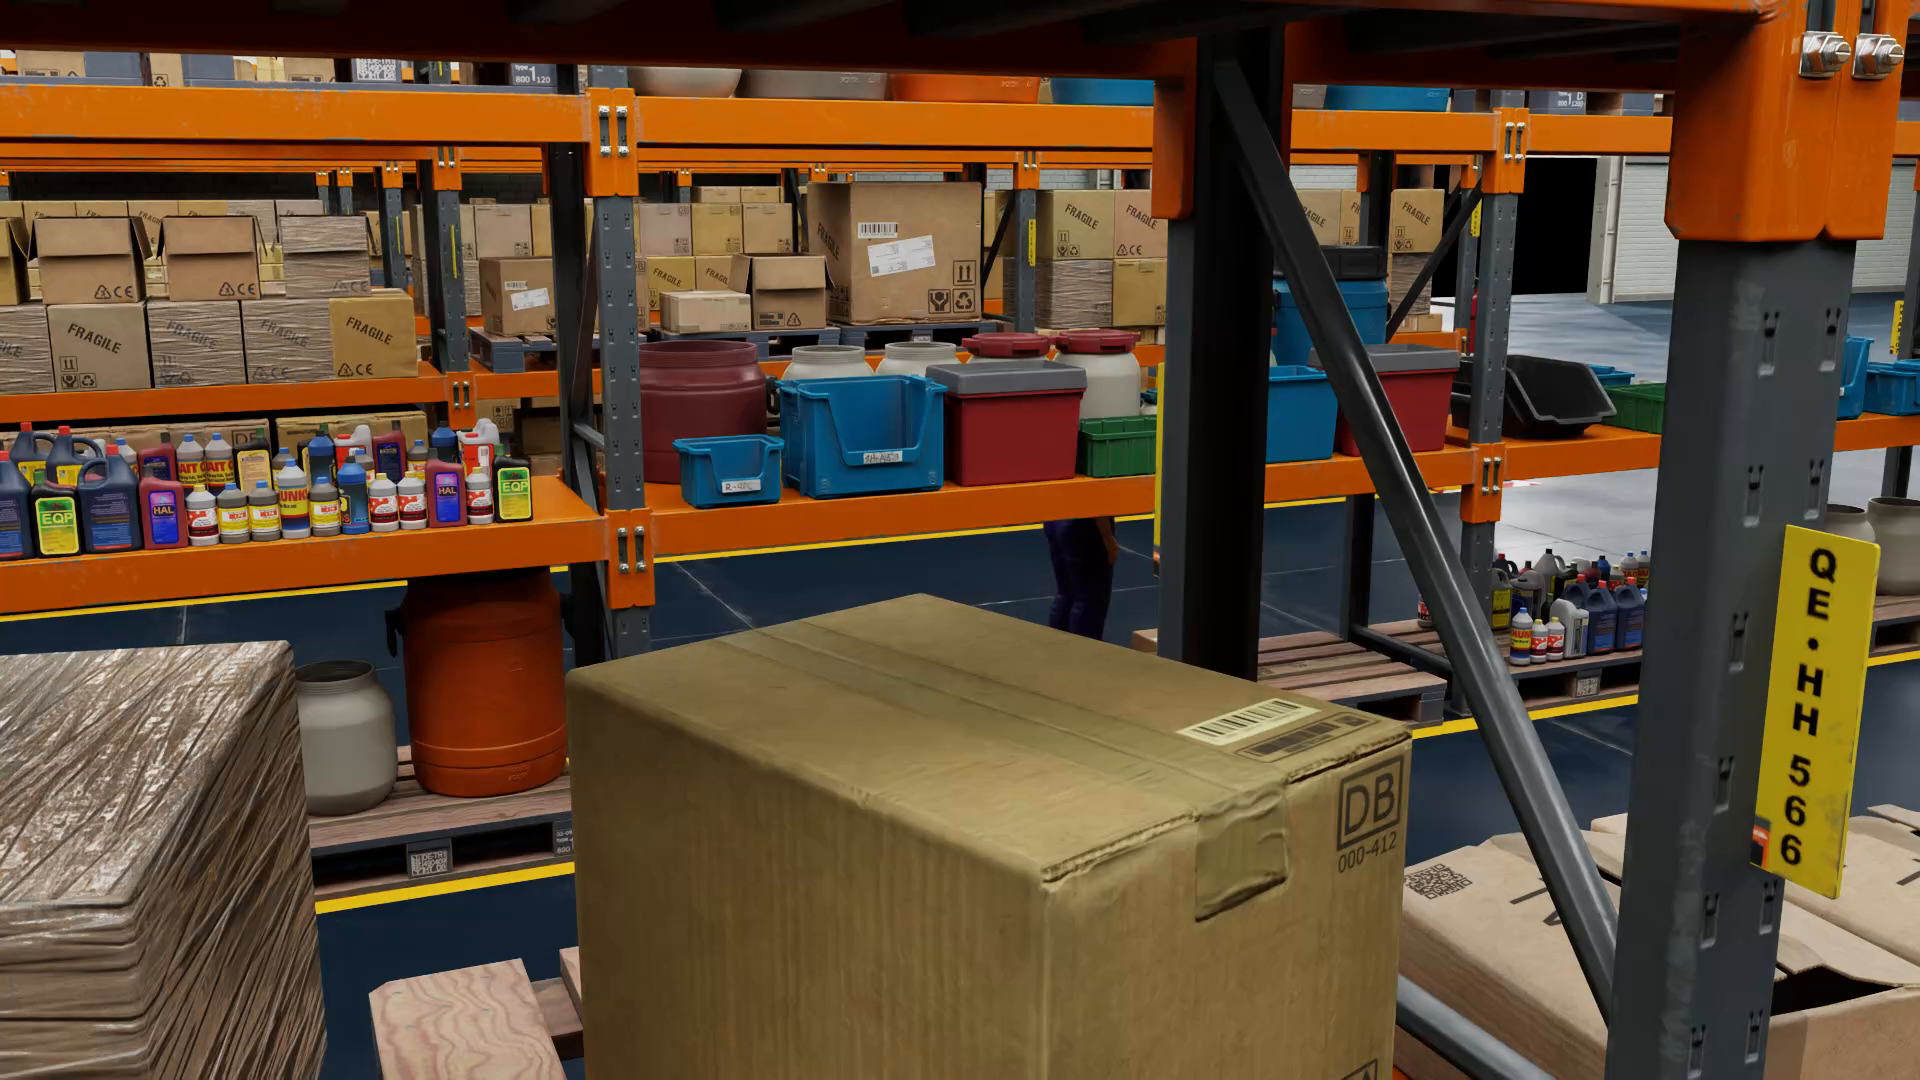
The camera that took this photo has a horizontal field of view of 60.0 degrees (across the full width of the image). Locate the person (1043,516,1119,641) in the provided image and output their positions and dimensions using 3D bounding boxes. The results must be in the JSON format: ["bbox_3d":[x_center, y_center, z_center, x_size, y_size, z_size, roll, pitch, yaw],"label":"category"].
[{"bbox_3d":[0.628,-0.039,8.161,0.386,1.693,0.516,-4,13,-16],"label":"person"}]
